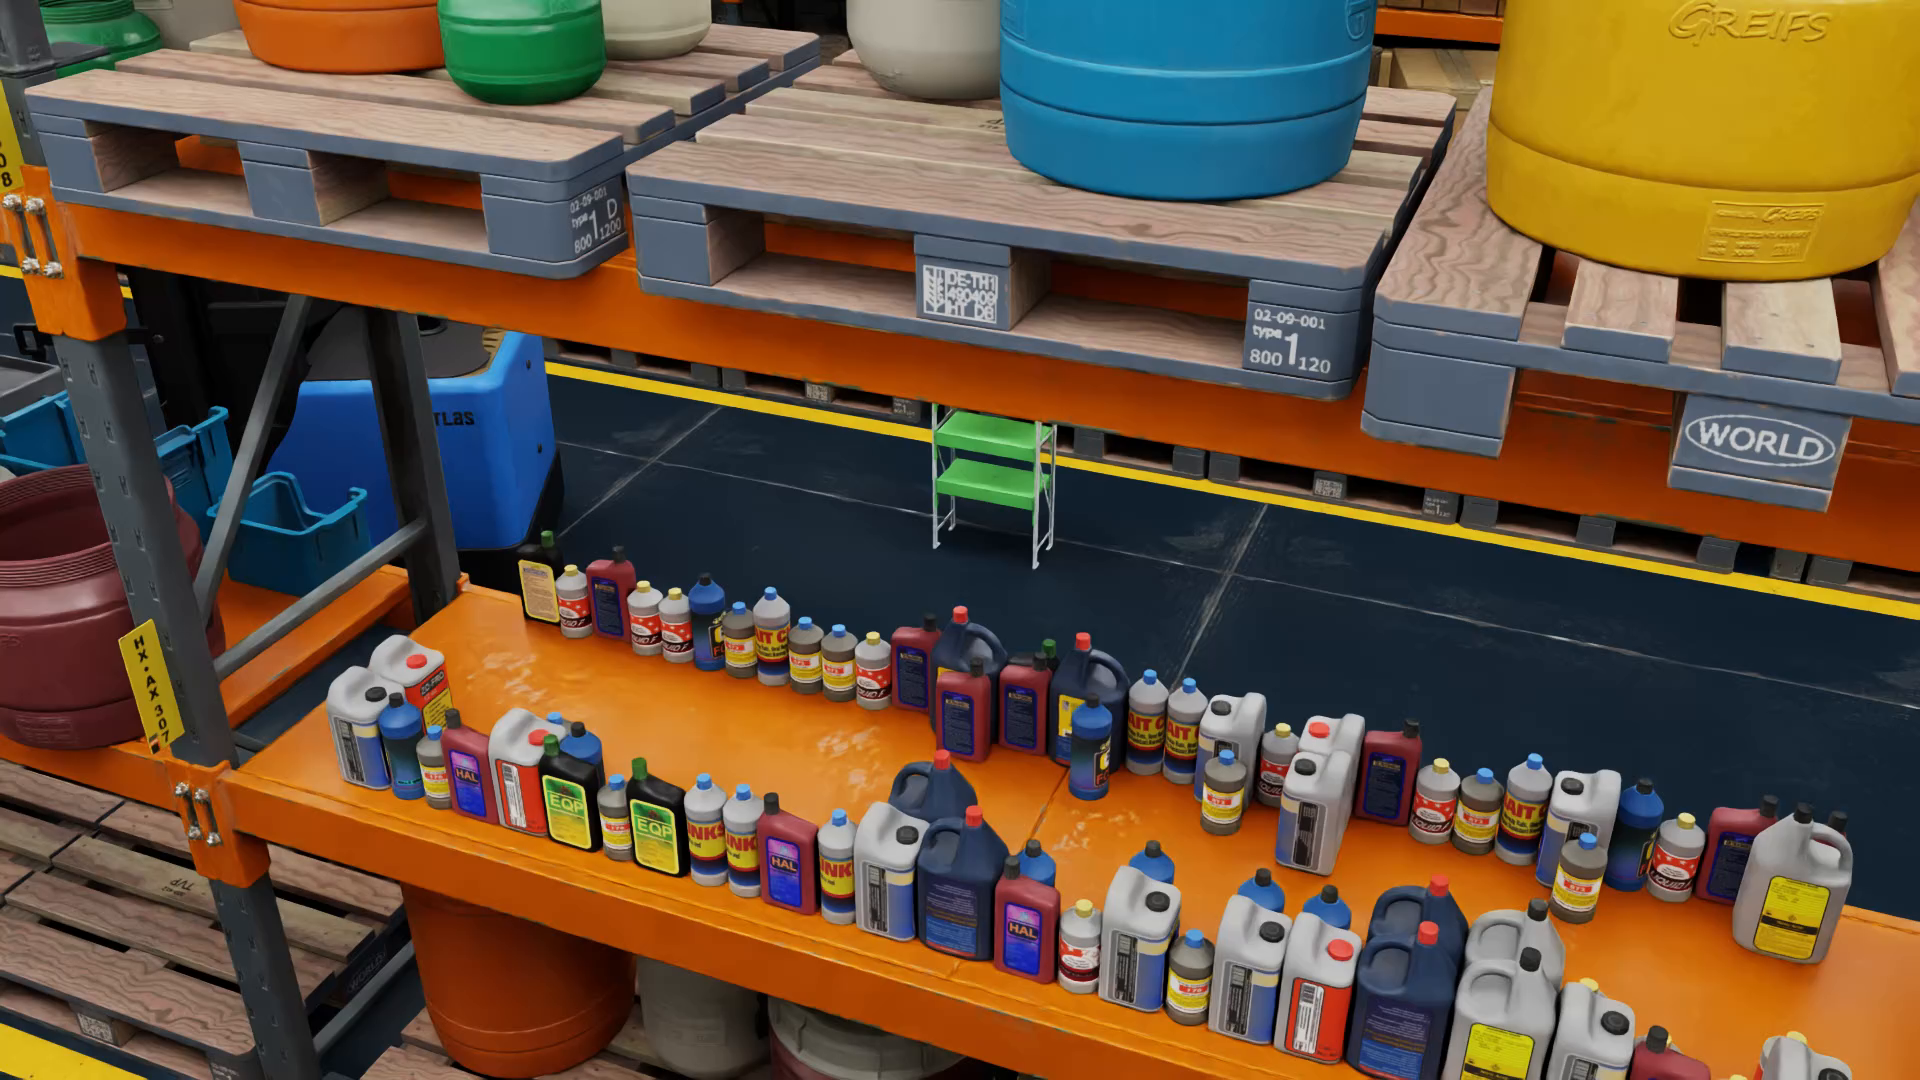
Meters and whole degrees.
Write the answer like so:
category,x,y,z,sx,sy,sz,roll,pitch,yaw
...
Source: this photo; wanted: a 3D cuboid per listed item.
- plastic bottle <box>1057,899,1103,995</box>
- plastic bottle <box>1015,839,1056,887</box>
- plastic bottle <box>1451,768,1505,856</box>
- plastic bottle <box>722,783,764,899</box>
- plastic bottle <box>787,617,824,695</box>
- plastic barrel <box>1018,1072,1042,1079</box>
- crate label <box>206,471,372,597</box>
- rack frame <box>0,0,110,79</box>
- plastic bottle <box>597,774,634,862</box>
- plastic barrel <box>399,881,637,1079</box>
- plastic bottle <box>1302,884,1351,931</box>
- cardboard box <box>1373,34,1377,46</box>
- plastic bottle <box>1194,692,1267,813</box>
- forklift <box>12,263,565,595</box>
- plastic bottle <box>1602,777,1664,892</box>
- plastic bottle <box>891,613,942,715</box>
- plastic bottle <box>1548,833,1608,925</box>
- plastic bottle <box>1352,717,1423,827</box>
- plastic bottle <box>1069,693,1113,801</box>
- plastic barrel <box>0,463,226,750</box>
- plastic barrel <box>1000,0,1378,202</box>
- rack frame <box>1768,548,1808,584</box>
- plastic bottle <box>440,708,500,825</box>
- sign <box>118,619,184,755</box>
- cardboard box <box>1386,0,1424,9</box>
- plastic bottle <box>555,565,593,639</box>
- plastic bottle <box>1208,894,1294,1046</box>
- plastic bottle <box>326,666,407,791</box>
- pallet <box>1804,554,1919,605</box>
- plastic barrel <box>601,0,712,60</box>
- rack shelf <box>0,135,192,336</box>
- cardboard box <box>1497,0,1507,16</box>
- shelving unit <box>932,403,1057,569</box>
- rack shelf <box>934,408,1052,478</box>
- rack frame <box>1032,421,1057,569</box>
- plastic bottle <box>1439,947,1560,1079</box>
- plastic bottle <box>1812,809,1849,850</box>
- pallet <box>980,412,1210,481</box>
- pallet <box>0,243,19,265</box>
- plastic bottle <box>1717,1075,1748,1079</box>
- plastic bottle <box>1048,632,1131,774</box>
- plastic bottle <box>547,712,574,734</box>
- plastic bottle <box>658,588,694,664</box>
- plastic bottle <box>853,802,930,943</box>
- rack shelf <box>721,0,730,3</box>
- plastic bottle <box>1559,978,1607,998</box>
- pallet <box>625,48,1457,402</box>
category,x,y,z,sx,sy,sz,roll,pitch,yaw
plastic bottle,0.253,0.830,3.435,0.097,0.201,0.097,0,29,0
plastic bottle,0.152,0.747,3.510,0.097,0.271,0.097,0,29,0
plastic bottle,1.191,0.614,3.816,0.097,0.201,0.097,0,29,0
plastic bottle,-0.471,0.655,3.673,0.097,0.271,0.097,0,29,0
plastic bottle,-0.404,0.296,4.380,0.097,0.201,0.097,0,29,0
plastic barrel,0.359,1.423,4.286,0.421,0.512,0.421,0,29,0
crate label,-1.953,-0.009,4.888,0.416,0.233,0.303,11,31,19
rack frame,-1.704,-2.445,2.930,0.127,3.000,1.000,11,31,19
plastic bottle,-0.775,0.625,3.798,0.097,0.201,0.097,0,29,0
plastic barrel,-1.244,1.012,4.691,0.708,0.830,0.600,11,31,19
plastic bottle,0.740,0.816,3.388,0.097,0.271,0.097,0,29,0
cardboard box,2.653,-3.401,12.477,0.750,0.750,0.750,11,31,18
plastic bottle,0.644,0.487,3.965,0.135,0.276,0.152,11,31,19
forklift,-3.389,-1.185,6.868,3.031,2.935,1.130,-2,30,-3
plastic bottle,1.496,0.645,3.691,0.097,0.271,0.097,0,29,0
plastic bottle,-0.109,0.310,4.273,0.133,0.283,0.061,11,31,19
plastic bottle,1.348,0.727,3.618,0.097,0.201,0.097,0,29,0
plastic bottle,1.000,0.531,3.881,0.133,0.283,0.061,11,31,19
plastic bottle,0.312,0.485,3.974,0.097,0.271,0.097,0,29,0
plastic barrel,-2.248,0.160,4.280,0.708,0.536,0.600,11,31,19
plastic barrel,0.364,-1.046,2.567,0.708,0.901,0.600,11,31,19
rack frame,3.869,-1.351,7.092,0.127,3.000,1.000,11,31,19
plastic bottle,-1.137,0.527,3.888,0.133,0.283,0.061,11,31,19
sign,-1.904,0.348,3.920,0.005,0.325,0.100,11,31,19
cardboard box,3.207,-3.910,11.855,0.250,0.149,0.380,12,32,20
plastic bottle,-1.068,0.163,4.614,0.097,0.201,0.097,0,29,0
plastic bottle,0.585,0.850,3.324,0.135,0.276,0.152,11,31,19
plastic bottle,-1.424,0.448,4.034,0.135,0.276,0.152,11,31,19
pallet,4.505,-0.009,7.552,1.213,0.211,1.003,11,31,19
plastic barrel,-0.655,-1.130,3.366,0.301,0.262,0.301,0,29,0
rack shelf,-3.557,-1.196,4.500,4.000,0.370,1.077,11,31,19
cardboard box,3.905,-3.752,11.575,0.250,0.149,0.380,12,32,21
shelving unit,0.153,-0.492,7.401,0.503,1.200,0.258,11,31,19
rack shelf,0.153,-0.436,7.432,0.480,0.148,0.258,11,31,19
rack frame,0.379,-0.447,7.321,0.015,1.200,0.240,11,31,19
plastic bottle,1.028,0.908,3.146,0.185,0.351,0.144,11,31,19
plastic bottle,1.823,0.695,3.590,0.133,0.283,0.061,11,31,19
pallet,0.840,-0.722,8.812,1.213,0.211,1.003,11,31,19
pallet,-6.527,-2.235,11.489,1.213,0.211,1.003,11,31,19
plastic bottle,1.398,1.059,3.030,0.097,0.201,0.097,0,29,0
plastic bottle,0.317,0.388,4.066,0.185,0.351,0.144,11,31,19
plastic bottle,-0.966,0.506,4.008,0.097,0.201,0.097,0,29,0
plastic bottle,-0.764,0.224,4.507,0.097,0.201,0.097,0,29,0
plastic bottle,-0.139,0.705,3.580,0.135,0.276,0.152,11,31,19
rack shelf,-3.539,-5.147,14.539,4.000,0.370,1.077,11,31,19
plastic bottle,1.207,0.940,3.240,0.097,0.201,0.097,0,29,0
pallet,0.188,-0.626,2.952,1.213,0.211,1.003,11,31,19
